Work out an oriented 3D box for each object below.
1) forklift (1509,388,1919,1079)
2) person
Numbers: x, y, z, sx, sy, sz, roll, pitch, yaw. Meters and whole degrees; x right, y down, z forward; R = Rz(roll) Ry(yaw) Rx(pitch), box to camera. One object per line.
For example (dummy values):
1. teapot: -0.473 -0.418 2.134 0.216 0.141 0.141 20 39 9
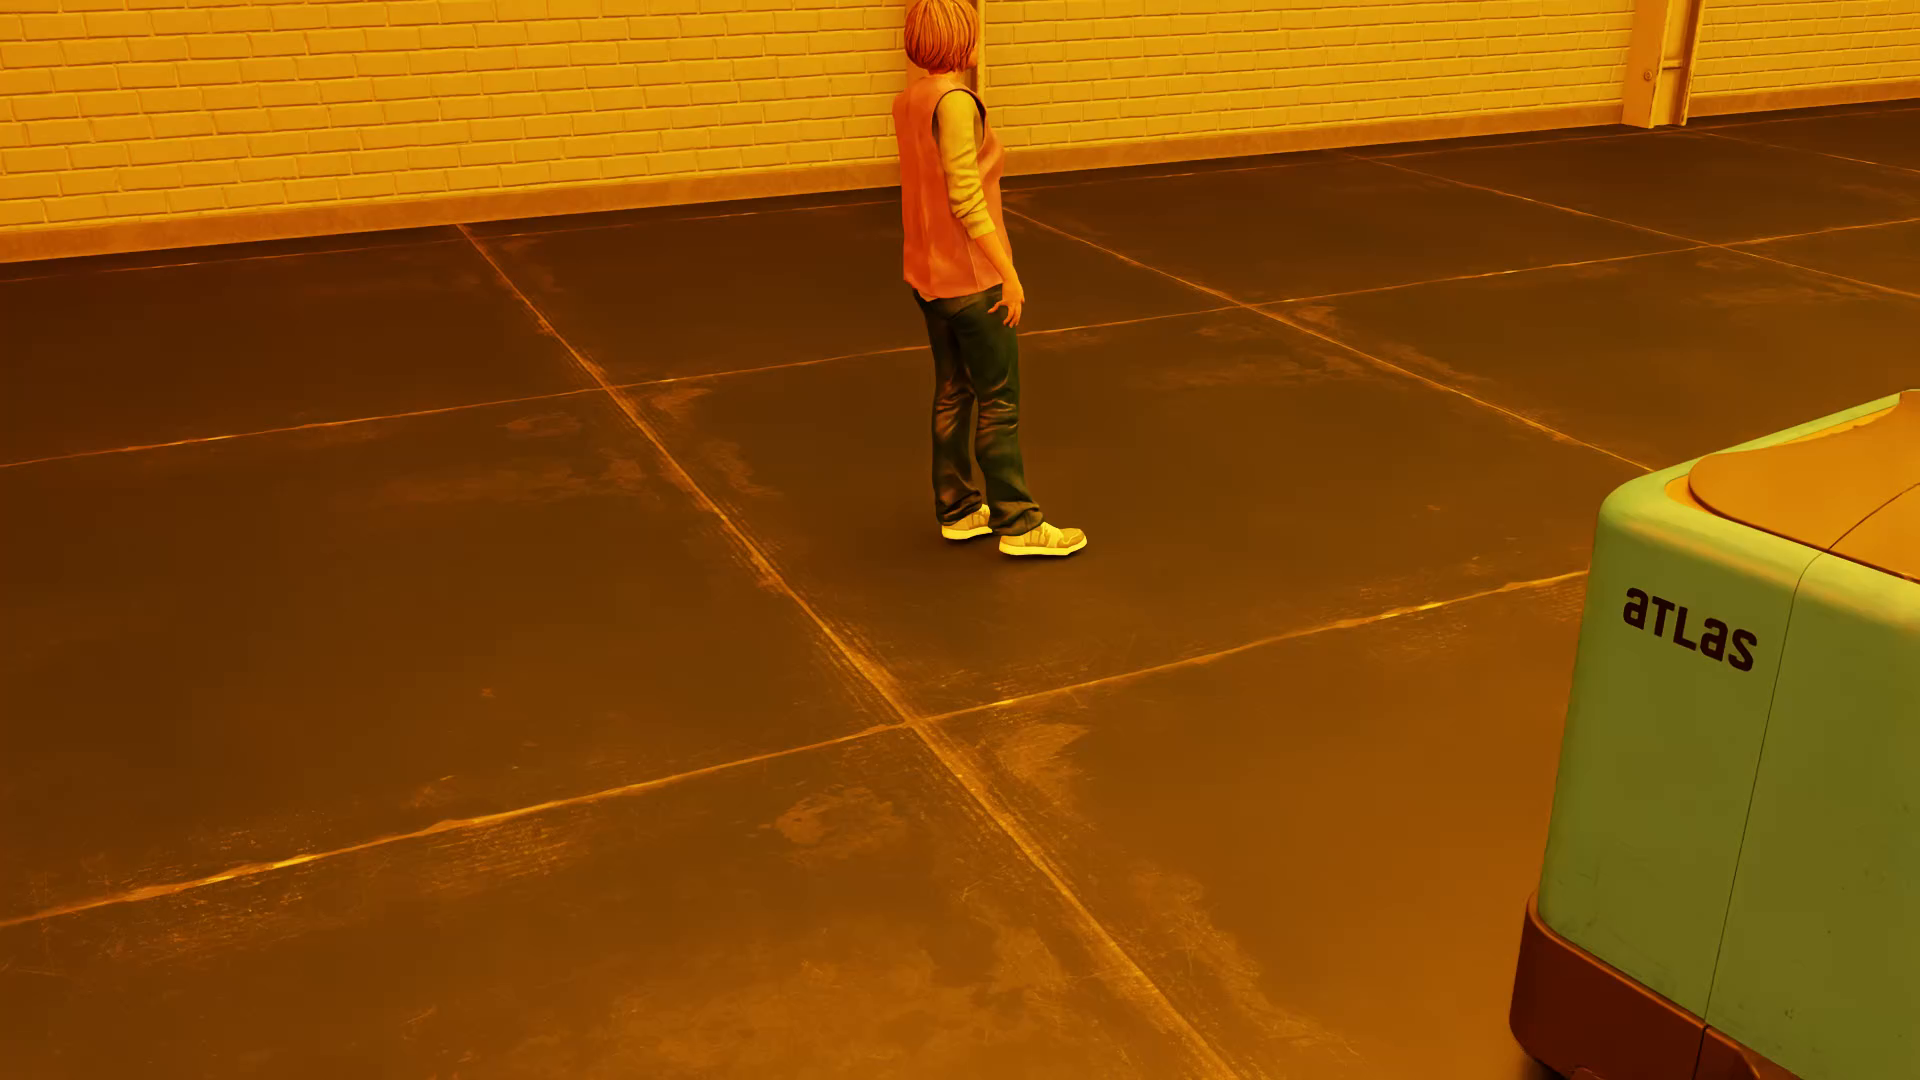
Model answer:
1. forklift: 2.203 -0.083 1.485 1.130 2.935 3.031 -15 27 -32
2. person: 0.073 -0.751 4.814 0.476 1.597 0.520 -10 25 -23
